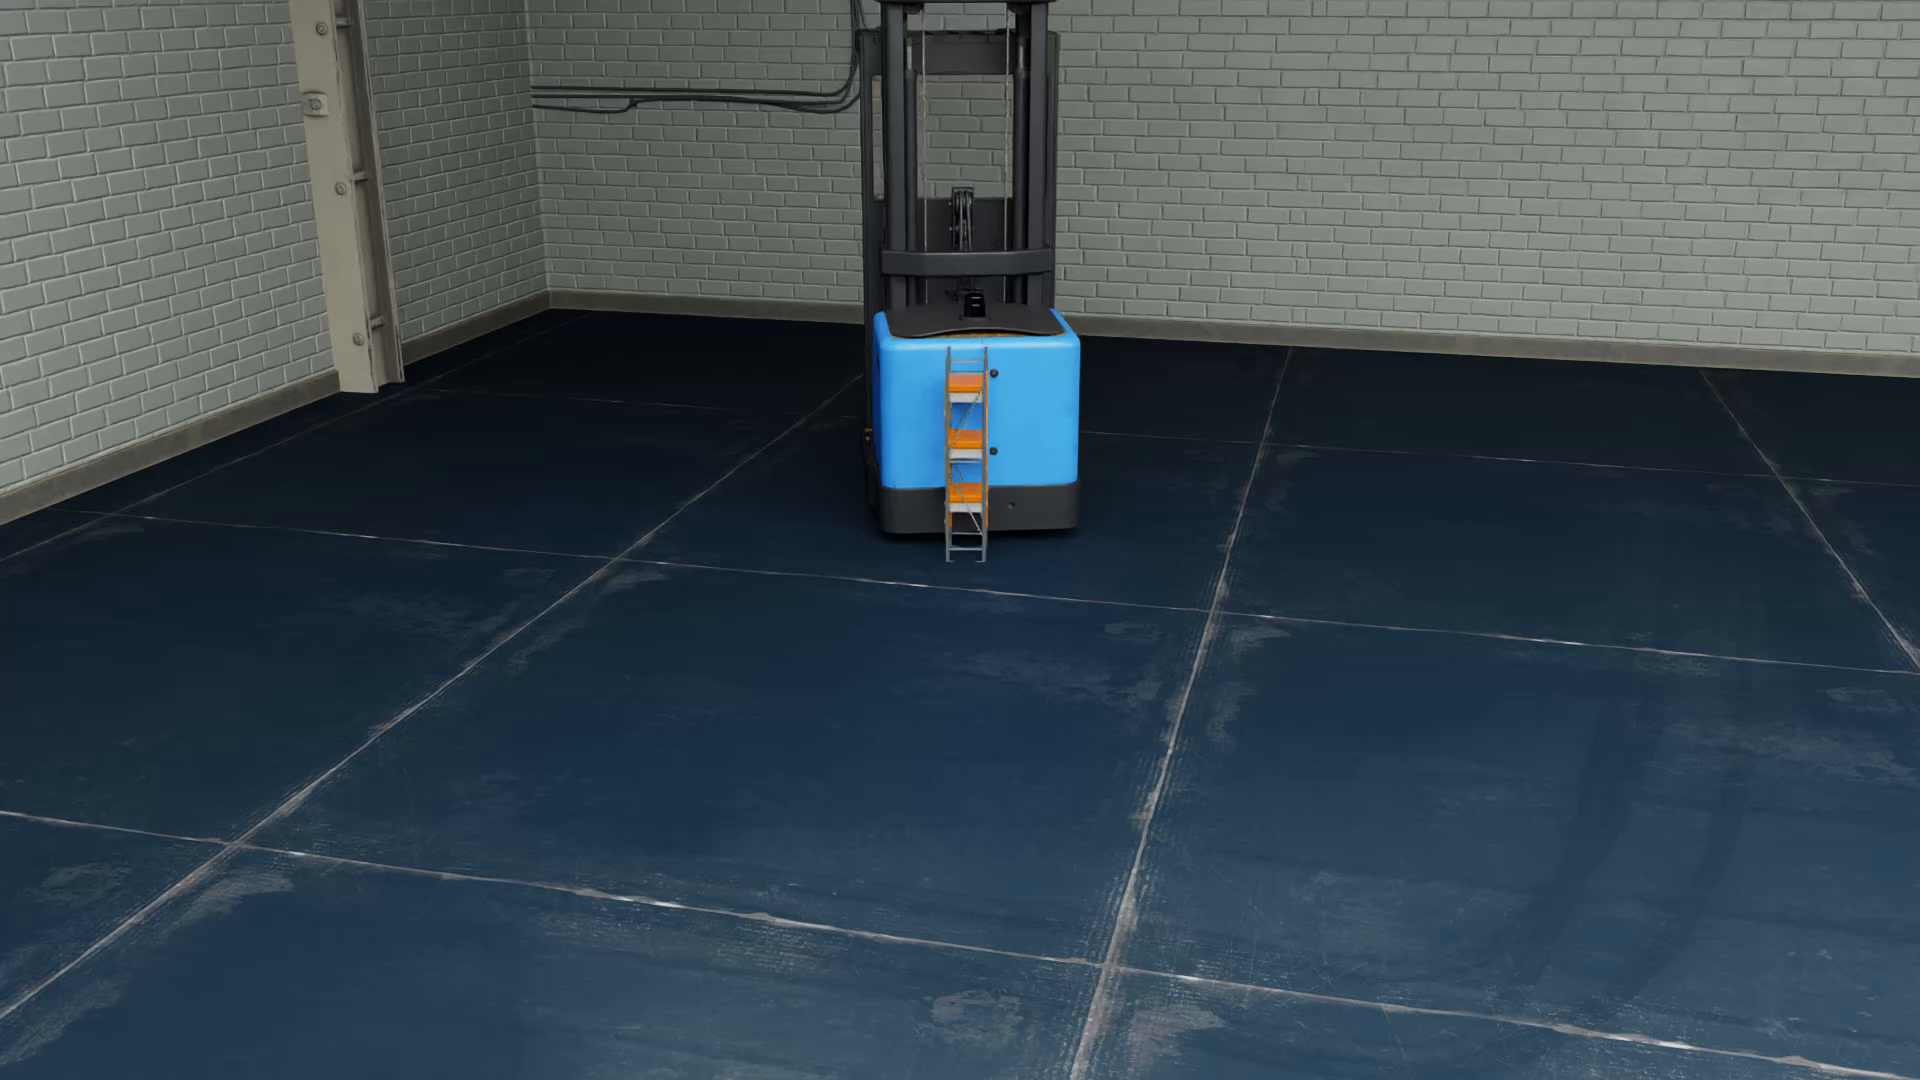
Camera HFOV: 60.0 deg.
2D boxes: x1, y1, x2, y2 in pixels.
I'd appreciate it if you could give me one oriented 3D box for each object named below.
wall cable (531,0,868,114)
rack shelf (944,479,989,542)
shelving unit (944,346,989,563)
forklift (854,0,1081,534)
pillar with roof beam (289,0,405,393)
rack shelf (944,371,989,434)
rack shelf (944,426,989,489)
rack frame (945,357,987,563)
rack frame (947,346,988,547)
[{"bbox_3d":[-2.221,-4.715,13.373,3.097,2.526,0.112,5,19,13],"label":"wall cable"},{"bbox_3d":[0.033,-0.150,8.396,0.215,0.259,0.240,1,19,2],"label":"rack shelf"},{"bbox_3d":[0.033,-0.423,8.303,0.215,1.050,0.252,1,19,2],"label":"shelving unit"},{"bbox_3d":[-0.029,-1.850,9.569,1.130,2.935,3.031,-2,19,-5],"label":"forklift"},{"bbox_3d":[-0.048,-5.025,9.478,9.100,9.000,0.400,5,19,13],"label":"pillar with roof beam"},{"bbox_3d":[0.033,-0.682,8.214,0.215,0.259,0.240,1,19,2],"label":"rack shelf"},{"bbox_3d":[0.033,-0.413,8.306,0.215,0.259,0.240,1,19,2],"label":"rack shelf"},{"bbox_3d":[0.029,-0.384,8.187,0.200,1.050,0.008,1,19,2],"label":"rack frame"},{"bbox_3d":[0.038,-0.463,8.418,0.200,1.050,0.008,1,19,2],"label":"rack frame"}]
